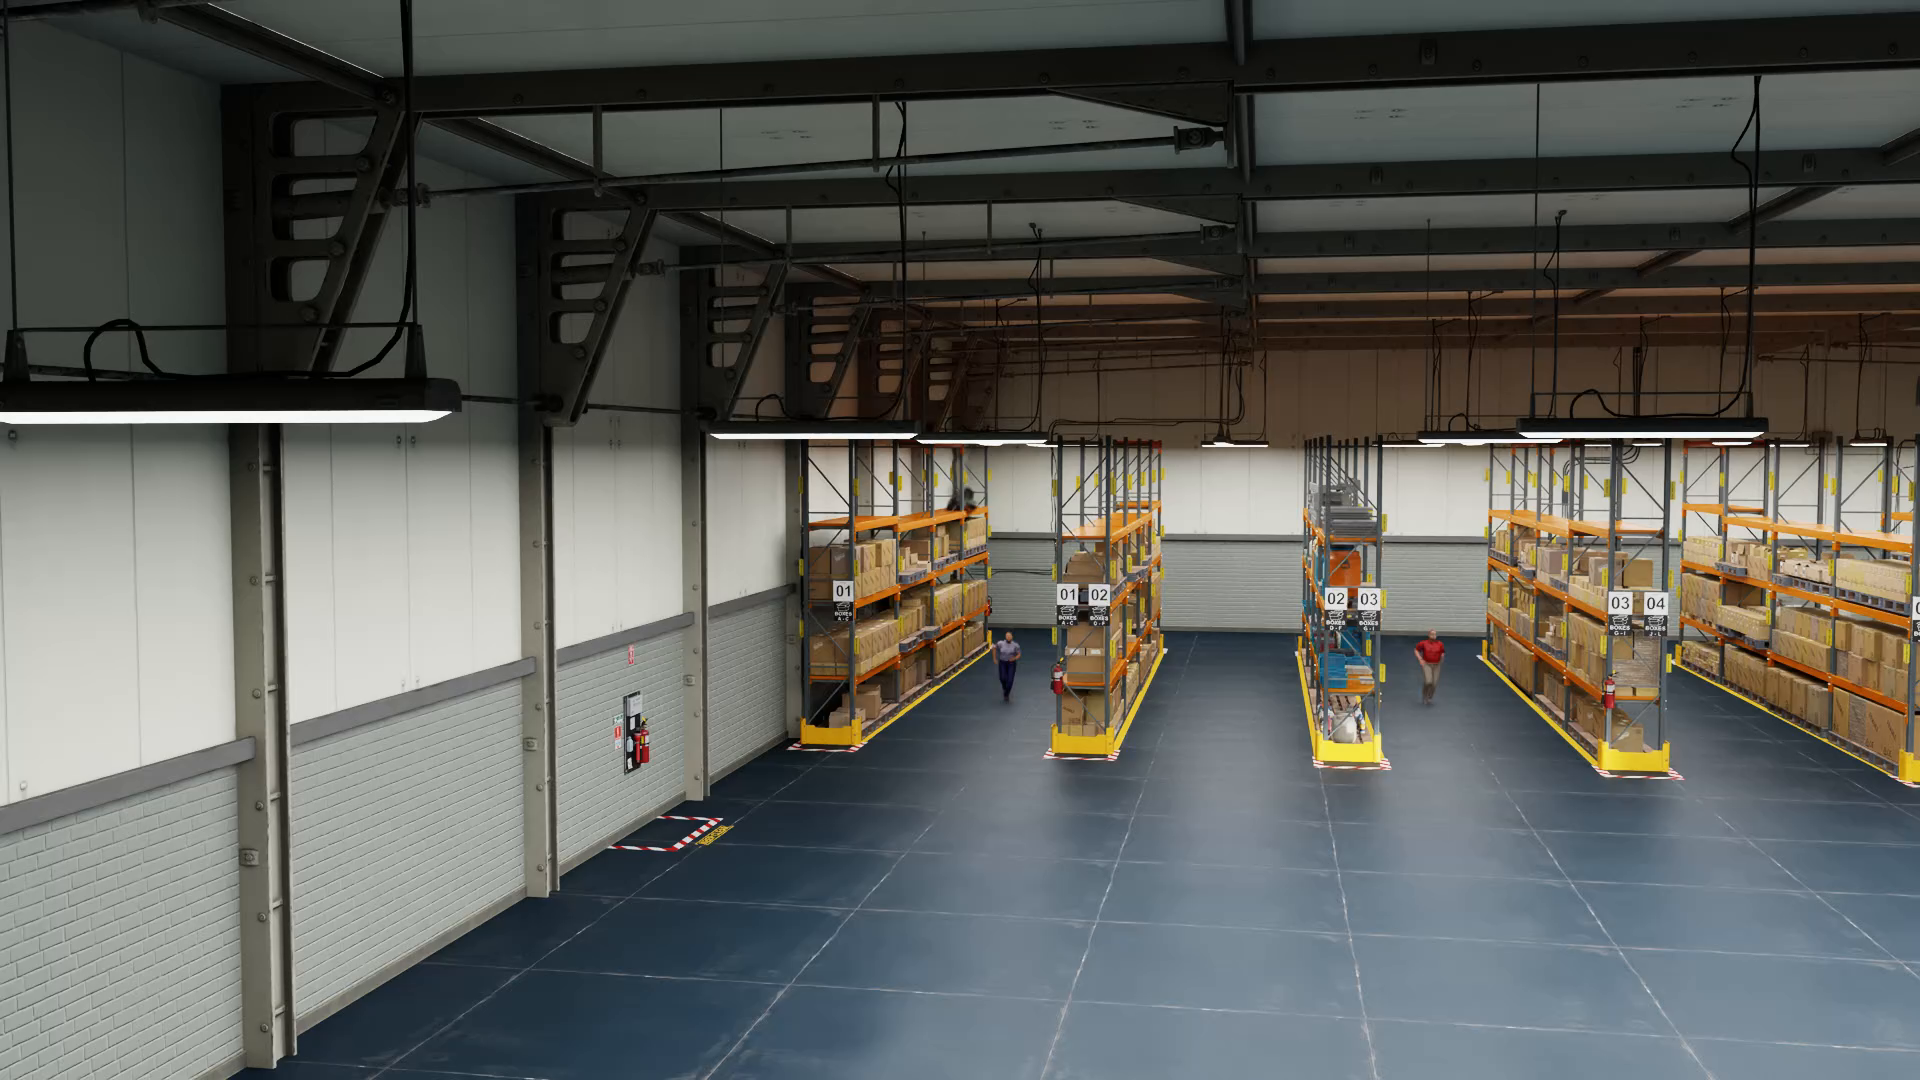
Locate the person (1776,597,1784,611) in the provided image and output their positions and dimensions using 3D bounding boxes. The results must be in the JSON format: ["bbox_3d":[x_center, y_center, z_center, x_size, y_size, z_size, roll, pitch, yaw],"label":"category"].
[{"bbox_3d":[22.656,2.406,46.179,0.558,1.657,0.574,-1,3,-12],"label":"person"}]

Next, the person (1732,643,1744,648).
[{"bbox_3d":[21.243,2.437,45.184,0.701,1.687,0.553,-1,3,-22],"label":"person"}]

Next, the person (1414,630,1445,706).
[{"bbox_3d":[10.544,2.866,37.180,0.634,1.720,0.677,0,3,-2],"label":"person"}]

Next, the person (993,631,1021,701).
[{"bbox_3d":[1.069,2.885,38.011,0.645,1.600,0.623,0,3,3],"label":"person"}]
